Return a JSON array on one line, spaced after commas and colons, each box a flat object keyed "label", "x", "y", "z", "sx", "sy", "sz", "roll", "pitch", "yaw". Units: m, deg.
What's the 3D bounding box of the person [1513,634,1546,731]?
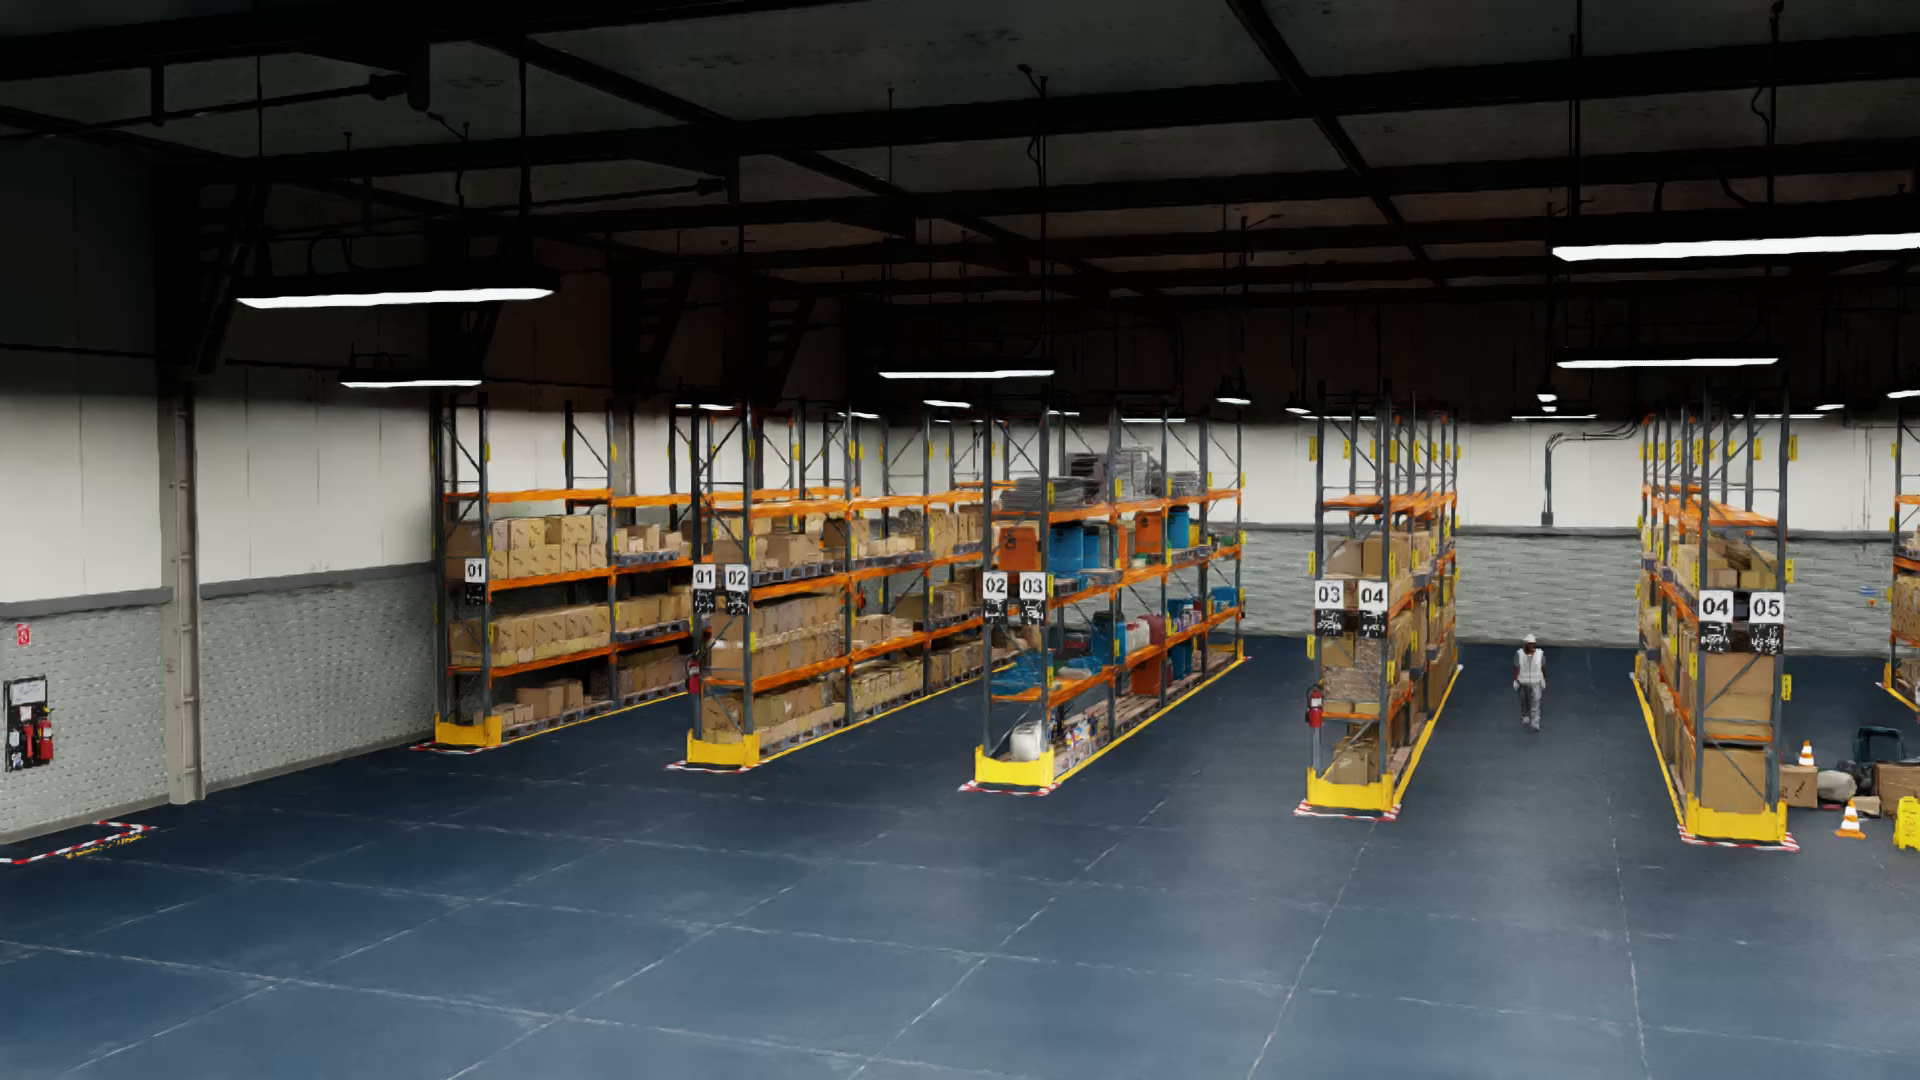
[{"label": "person", "x": 10.267, "y": 2.538, "z": 29.999, "sx": 0.566, "sy": 1.706, "sz": 1.122, "roll": 1, "pitch": 3, "yaw": 22}]

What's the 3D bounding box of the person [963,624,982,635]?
[{"label": "person", "x": 0.348, "y": 1.920, "z": 42.857, "sx": 0.479, "sy": 1.563, "sz": 1.082, "roll": 1, "pitch": 3, "yaw": 18}]

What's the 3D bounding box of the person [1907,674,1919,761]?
[{"label": "person", "x": 15.256, "y": 2.705, "z": 26.233, "sx": 0.640, "sy": 1.768, "sz": 0.586, "roll": -3, "pitch": 4, "yaw": -44}]
